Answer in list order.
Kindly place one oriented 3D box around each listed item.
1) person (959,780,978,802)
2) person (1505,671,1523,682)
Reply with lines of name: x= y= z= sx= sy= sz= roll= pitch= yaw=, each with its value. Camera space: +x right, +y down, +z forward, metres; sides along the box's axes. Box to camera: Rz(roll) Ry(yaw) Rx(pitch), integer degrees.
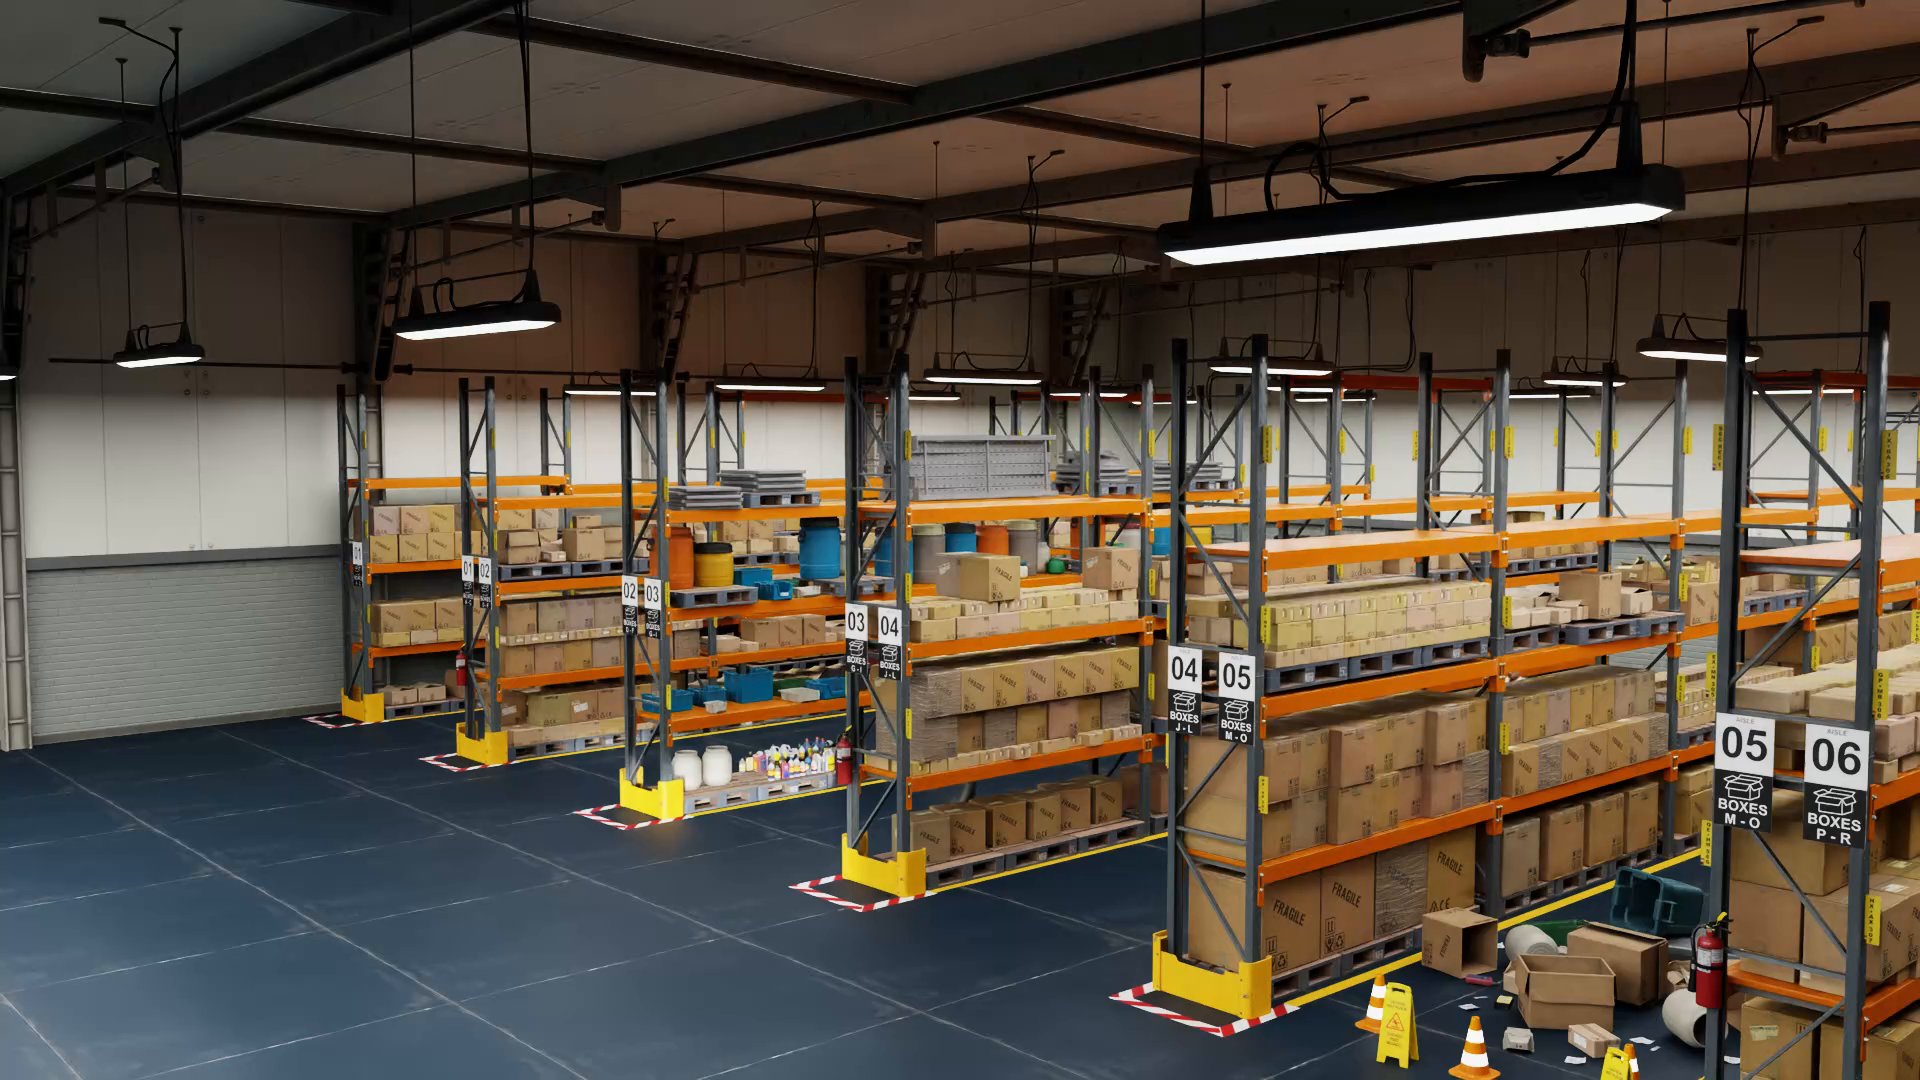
person: x=0.154 y=2.941 z=21.767 sx=0.456 sy=1.705 sz=0.595 roll=3 pitch=5 yaw=41
person: x=8.128 y=2.659 z=24.509 sx=0.969 sy=1.744 sz=0.600 roll=-2 pitch=4 yaw=-28
